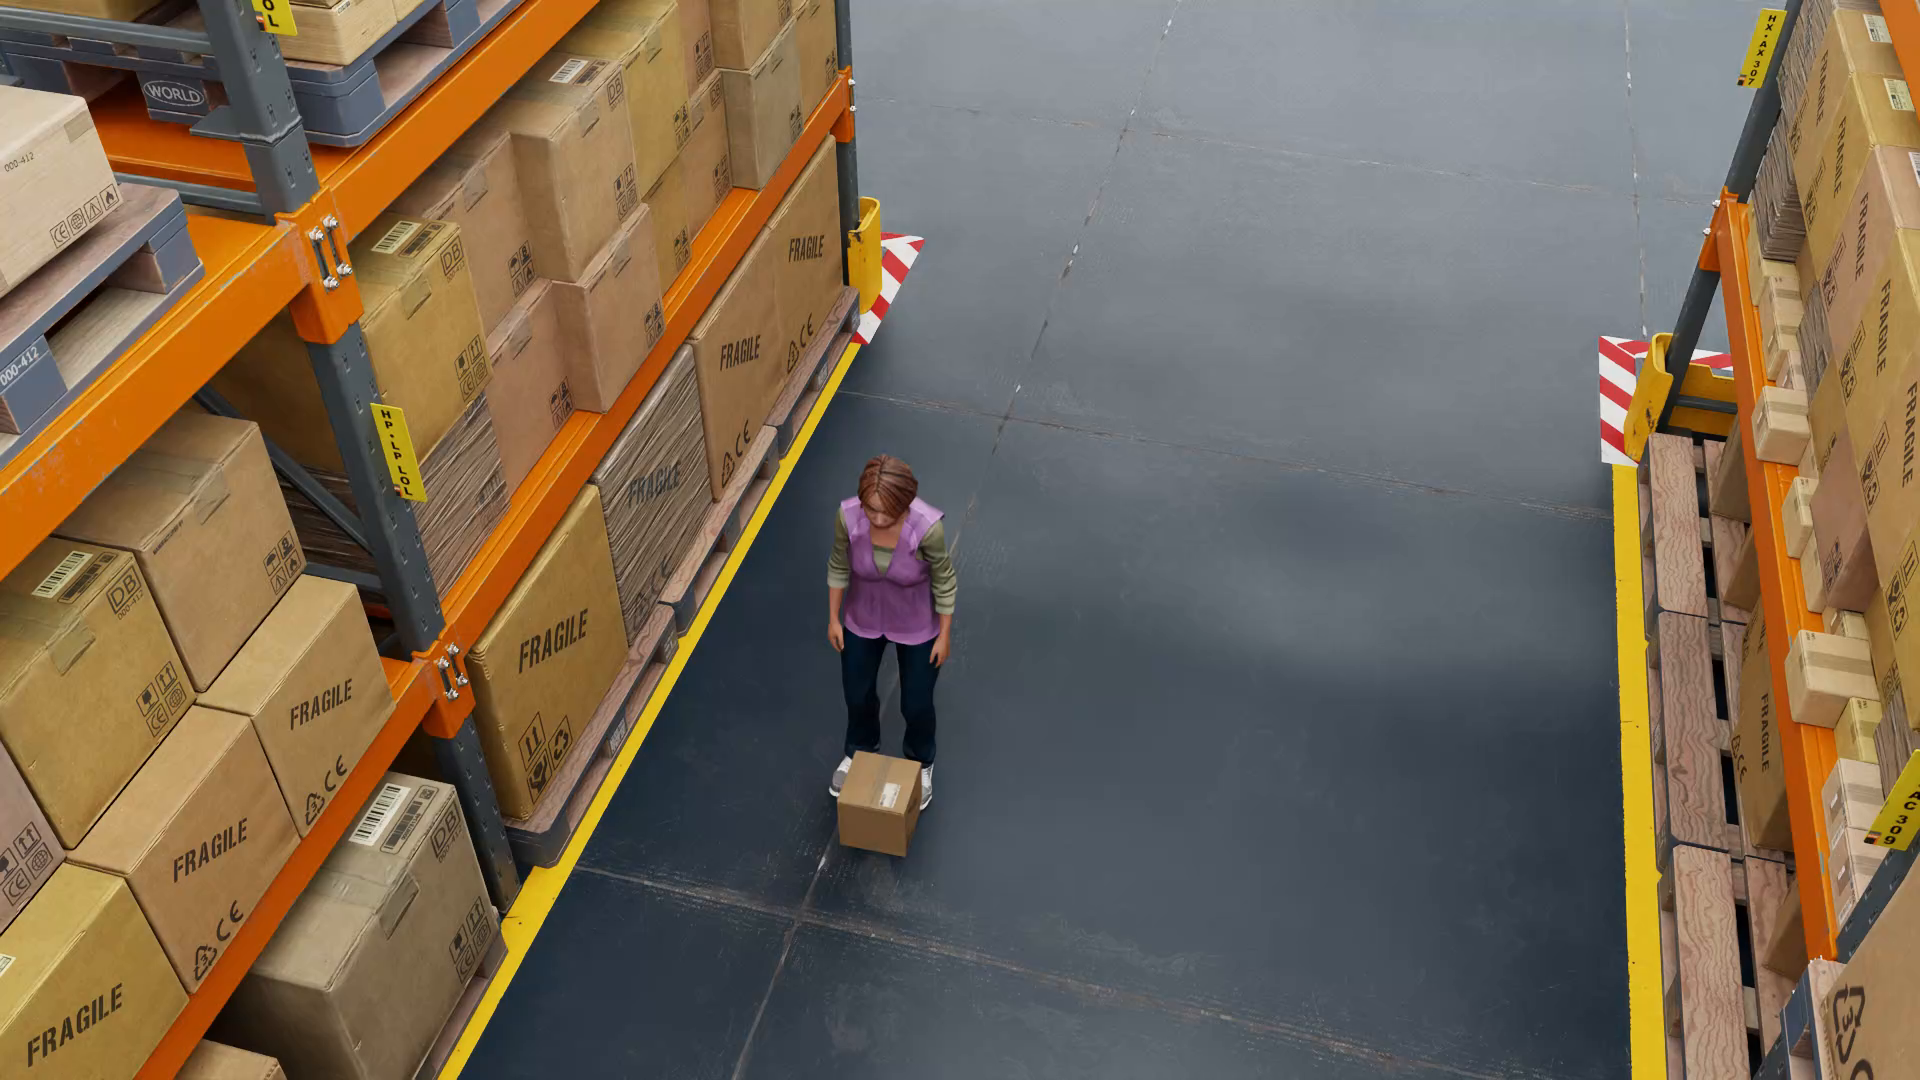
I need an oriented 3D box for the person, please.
[{"bbox_3d":[-0.242,0.308,5.821,0.464,1.591,0.343,9,42,10],"label":"person"}]
